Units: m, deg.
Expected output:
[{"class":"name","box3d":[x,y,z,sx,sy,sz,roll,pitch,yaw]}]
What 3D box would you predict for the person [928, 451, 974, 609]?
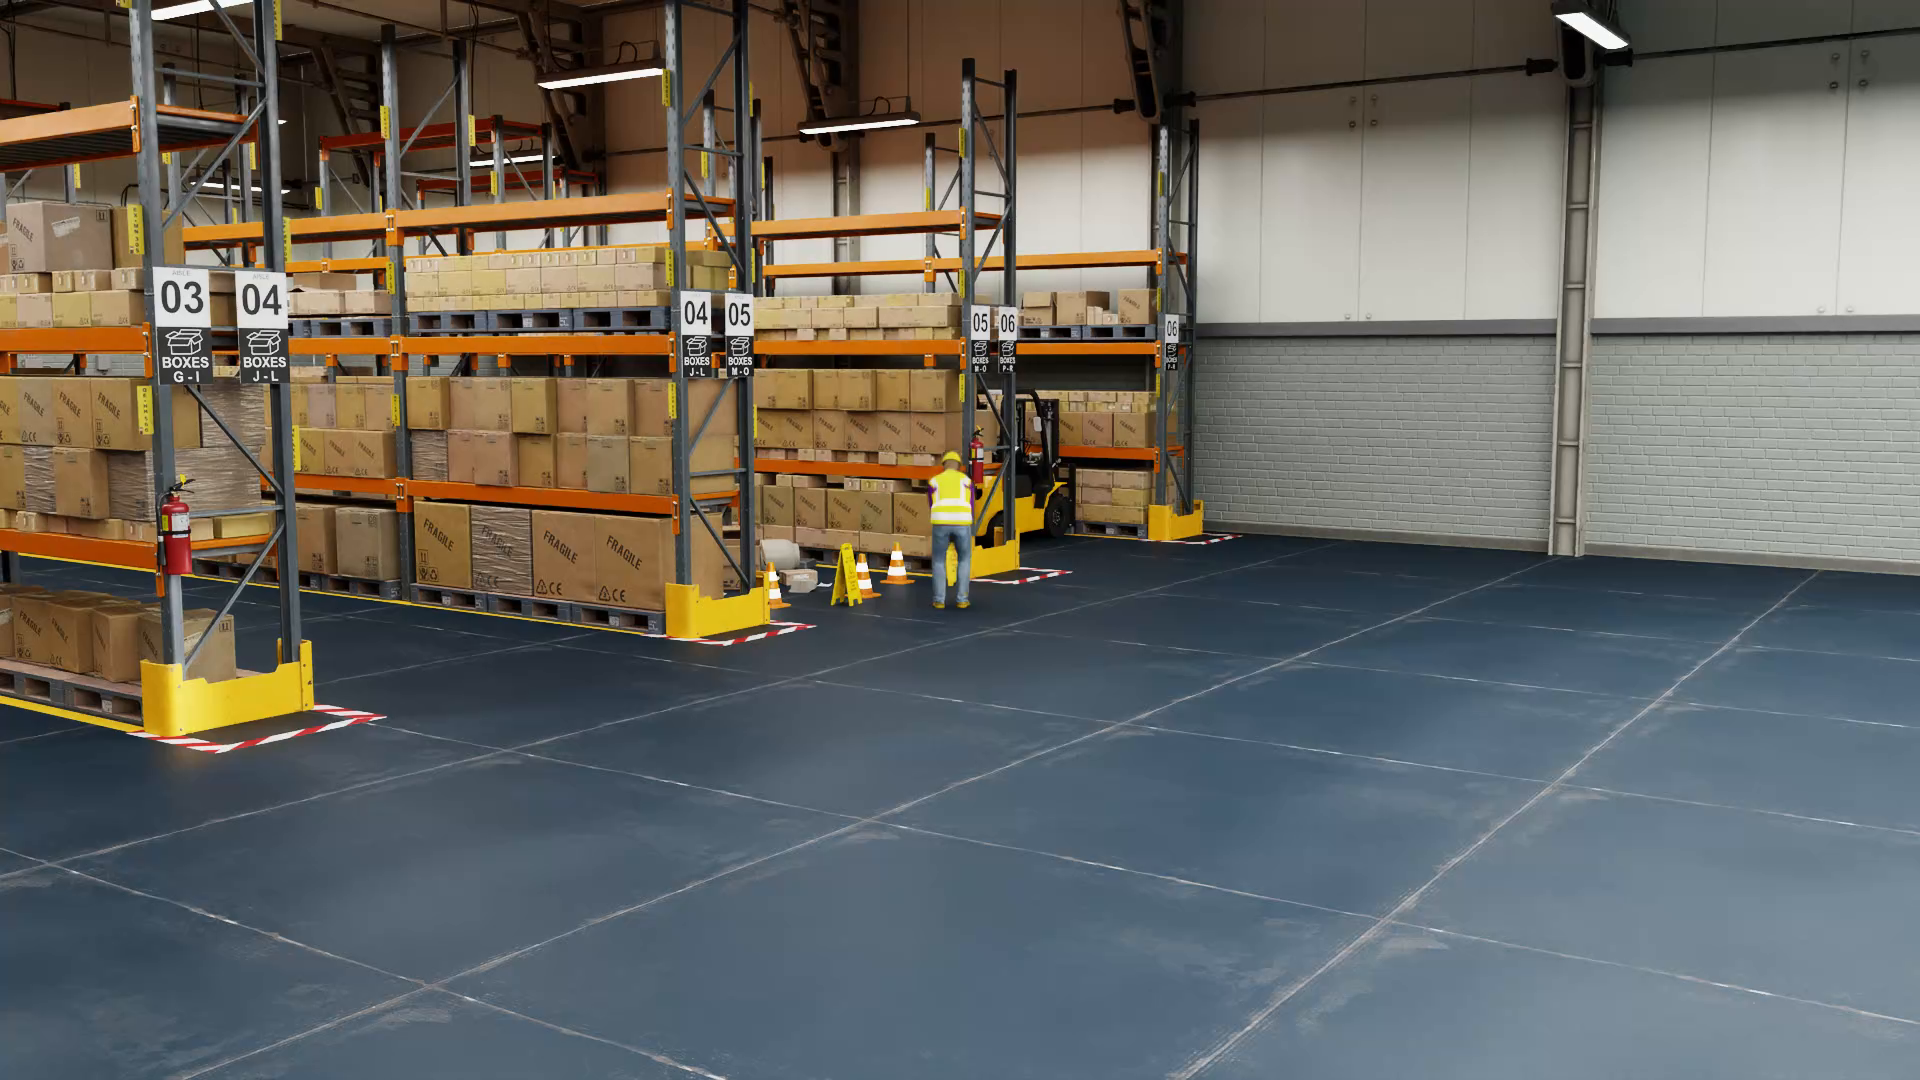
[{"class":"person","box3d":[-0.097,-0.114,17.428,0.480,1.608,0.749,0,6,3]}]
